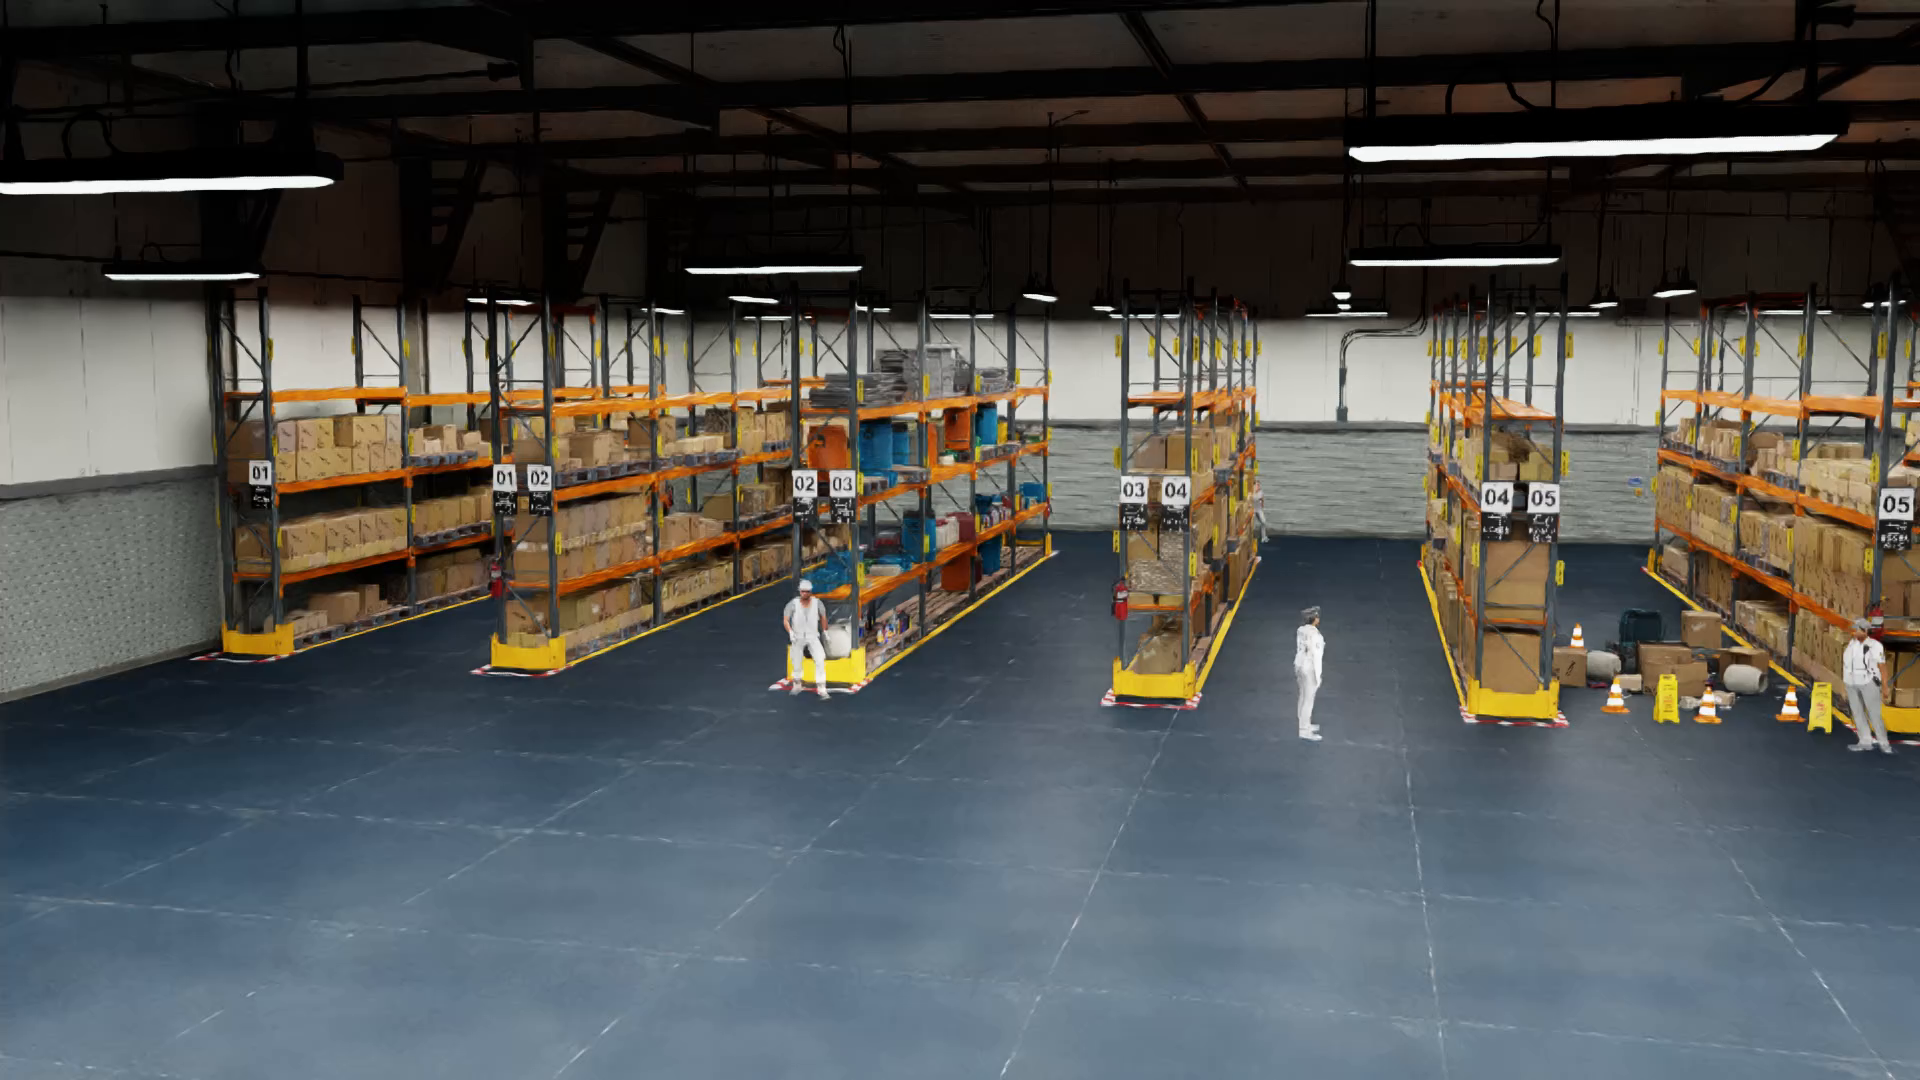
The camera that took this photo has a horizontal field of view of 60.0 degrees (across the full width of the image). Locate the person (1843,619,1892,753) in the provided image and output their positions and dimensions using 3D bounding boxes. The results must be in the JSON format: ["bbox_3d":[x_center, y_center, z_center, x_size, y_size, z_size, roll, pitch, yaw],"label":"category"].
[{"bbox_3d":[11.333,1.815,20.729,0.485,1.658,0.614,-3,7,-26],"label":"person"}]

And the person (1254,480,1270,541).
[{"bbox_3d":[7.695,-0.774,43.285,0.609,1.604,0.814,0,7,-3],"label":"person"}]

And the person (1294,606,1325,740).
[{"bbox_3d":[4.539,1.694,21.481,0.431,1.684,0.555,-2,7,-16],"label":"person"}]

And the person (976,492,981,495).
[{"bbox_3d":[0.404,-0.335,39.430,0.447,1.605,1.017,3,7,22],"label":"person"}]

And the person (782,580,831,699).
[{"bbox_3d":[-2.202,1.404,23.833,0.675,1.718,0.808,-1,7,-6],"label":"person"}]
